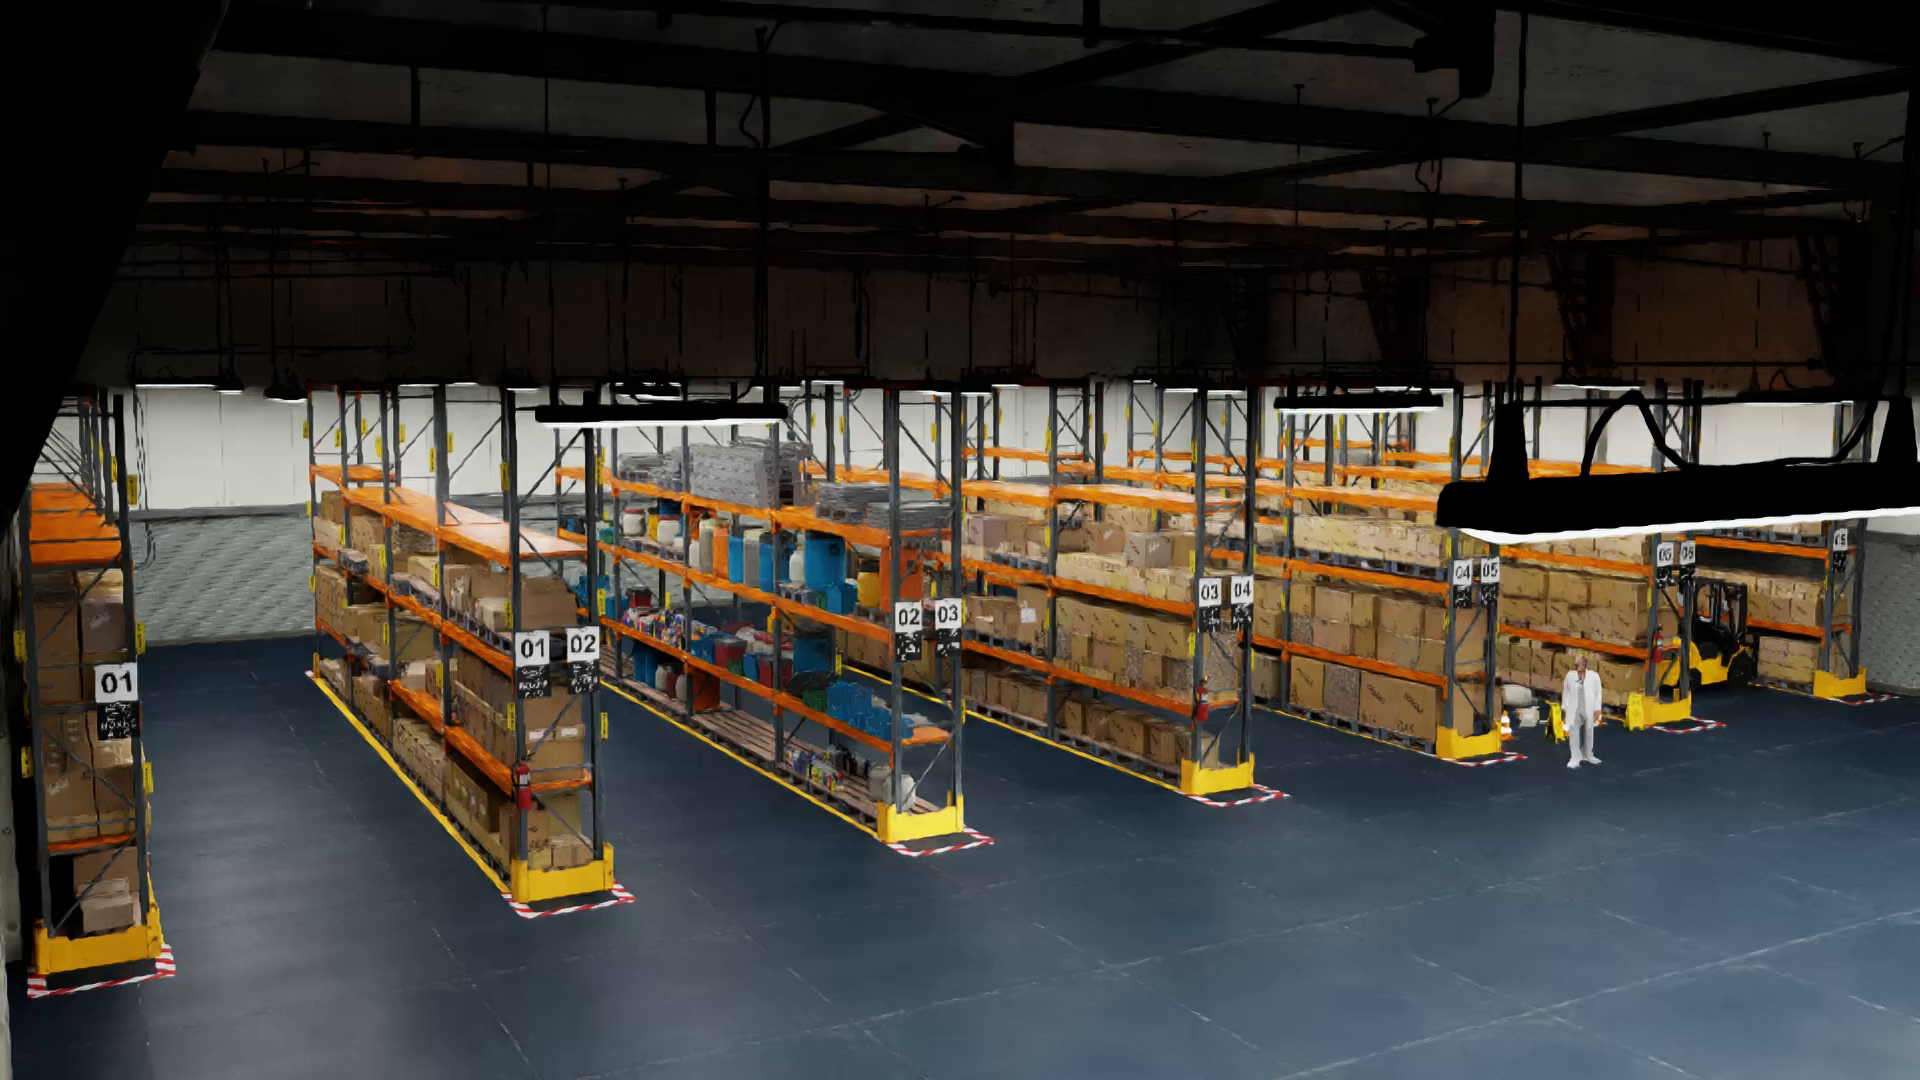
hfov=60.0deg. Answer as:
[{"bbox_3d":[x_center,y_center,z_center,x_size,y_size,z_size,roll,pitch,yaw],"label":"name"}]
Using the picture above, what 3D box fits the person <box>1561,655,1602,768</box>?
[{"bbox_3d":[9.784,2.677,26.157,0.617,1.771,0.676,3,7,25],"label":"person"}]
